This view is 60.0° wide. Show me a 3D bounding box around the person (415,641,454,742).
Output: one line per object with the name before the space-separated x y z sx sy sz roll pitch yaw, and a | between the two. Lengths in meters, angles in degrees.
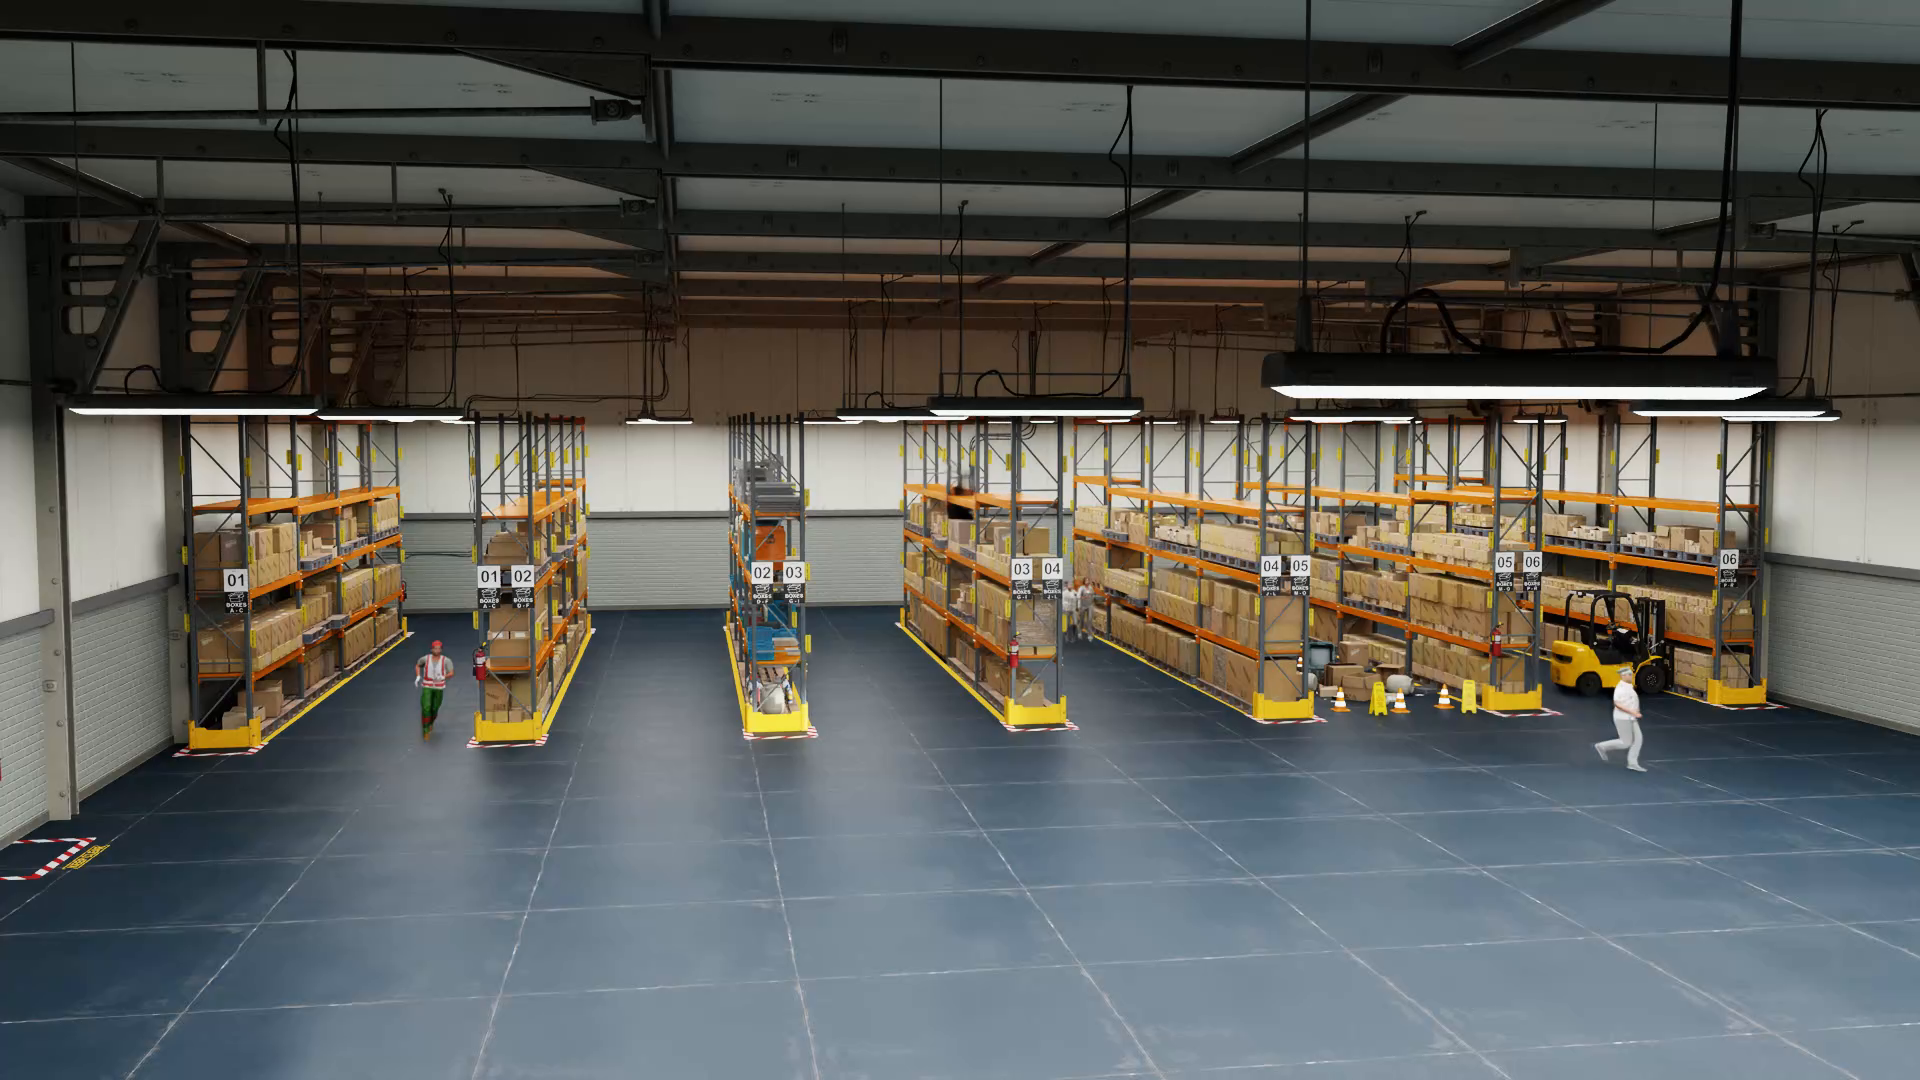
person | -9.701 2.754 30.700 0.692 1.812 0.924 -1 4 -20

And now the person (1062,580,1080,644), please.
person | 2.926 1.895 43.897 0.581 1.699 0.667 0 4 -7

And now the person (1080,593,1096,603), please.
person | 3.842 1.453 49.768 1.061 1.783 0.723 0 4 -7

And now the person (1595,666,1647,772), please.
person | 11.074 2.974 27.780 0.816 1.768 0.663 3 5 35

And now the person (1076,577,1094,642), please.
person | 3.200 1.744 42.357 0.566 1.625 0.779 -1 4 -17
